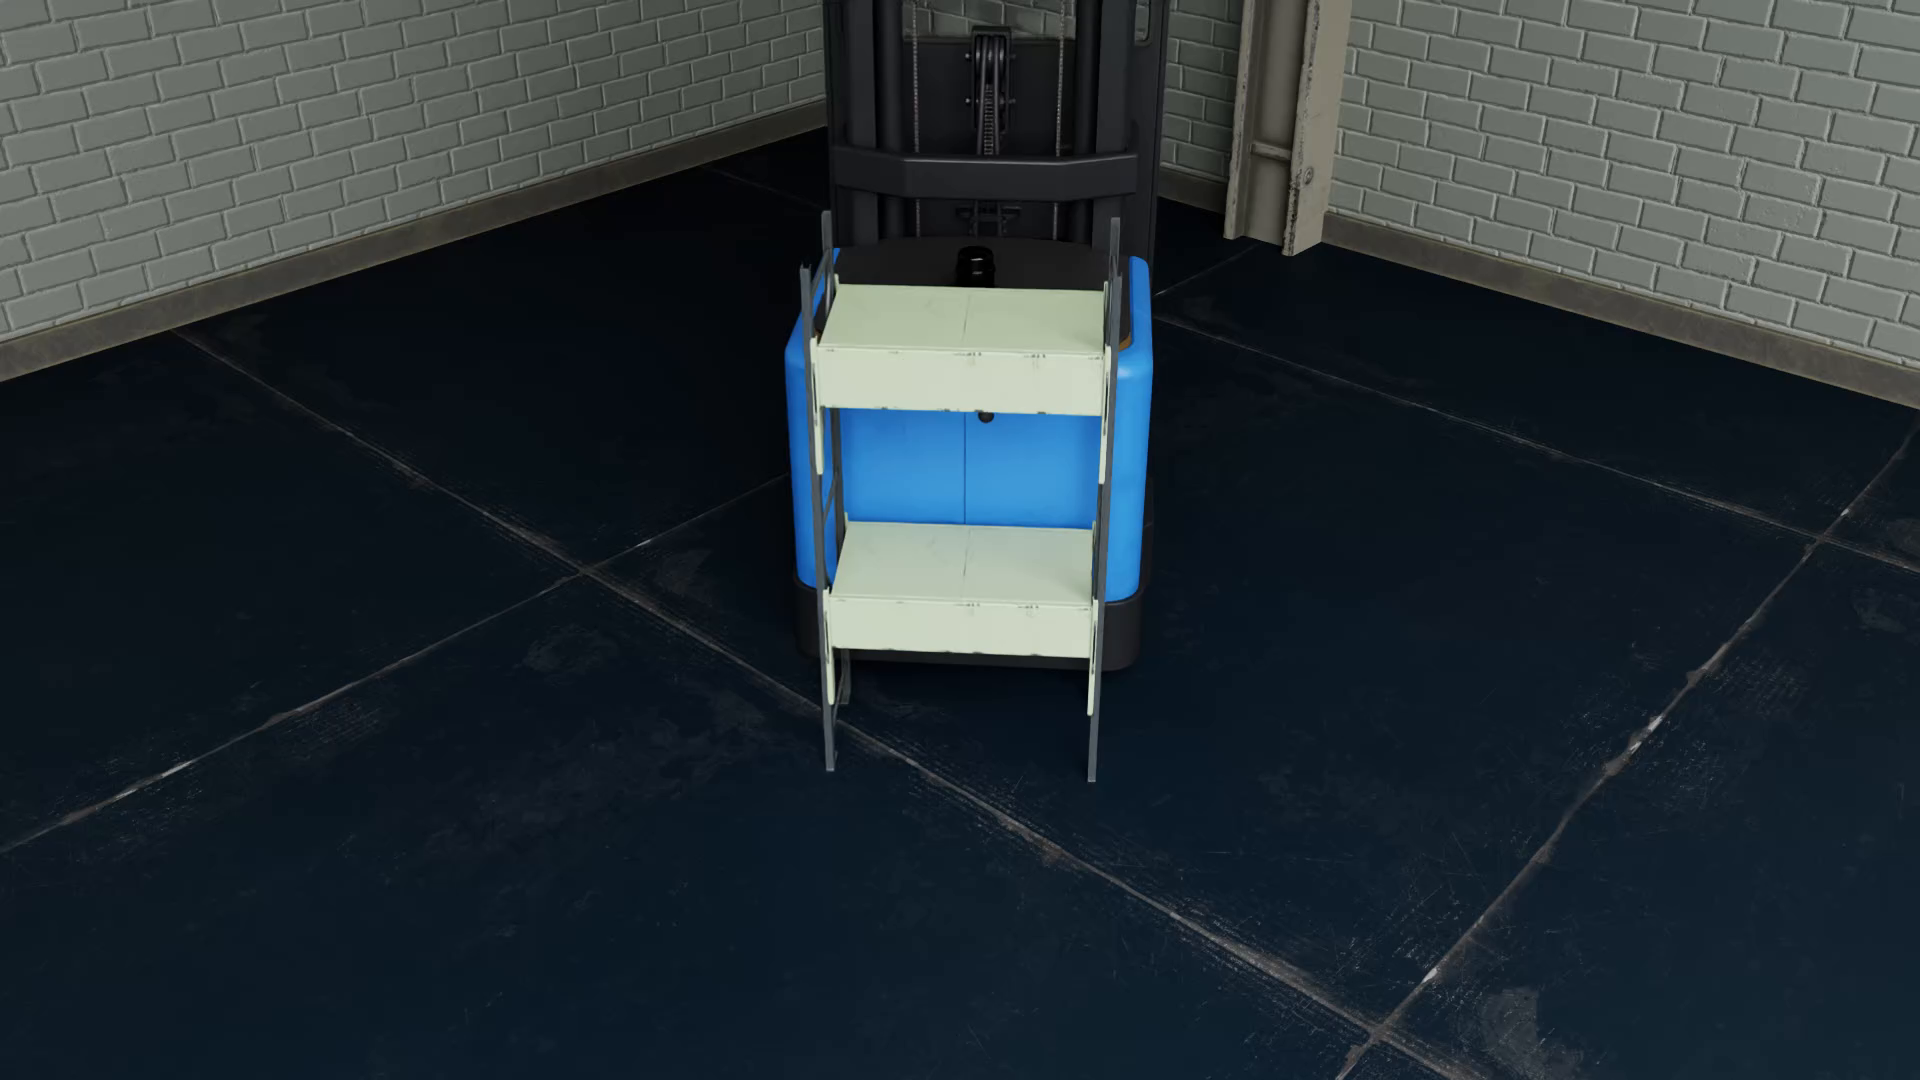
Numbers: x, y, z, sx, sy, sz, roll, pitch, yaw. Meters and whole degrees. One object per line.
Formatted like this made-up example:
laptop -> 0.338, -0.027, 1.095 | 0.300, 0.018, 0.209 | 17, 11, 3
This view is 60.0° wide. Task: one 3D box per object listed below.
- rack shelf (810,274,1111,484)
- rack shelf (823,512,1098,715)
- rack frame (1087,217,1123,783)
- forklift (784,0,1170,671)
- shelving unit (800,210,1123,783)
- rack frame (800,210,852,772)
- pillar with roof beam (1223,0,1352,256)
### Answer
rack shelf -> 0.014, -0.416, 4.230 | 0.720, 0.370, 0.431 | 2, 31, 3
rack shelf -> 0.014, 0.198, 4.599 | 0.720, 0.370, 0.431 | 2, 31, 3
rack frame -> 0.379, -0.069, 4.410 | 0.023, 1.500, 0.400 | 2, 31, 3
forklift -> 0.131, -1.598, 5.562 | 1.130, 2.935, 3.031 | 2, 31, 4
shelving unit -> 0.014, -0.082, 4.431 | 0.755, 1.500, 0.431 | 2, 31, 3
rack frame -> -0.351, -0.094, 4.453 | 0.023, 1.500, 0.400 | 2, 31, 3
pillar with roof beam -> -1.338, -3.703, 3.176 | 0.400, 9.000, 9.100 | 25, 39, 35
